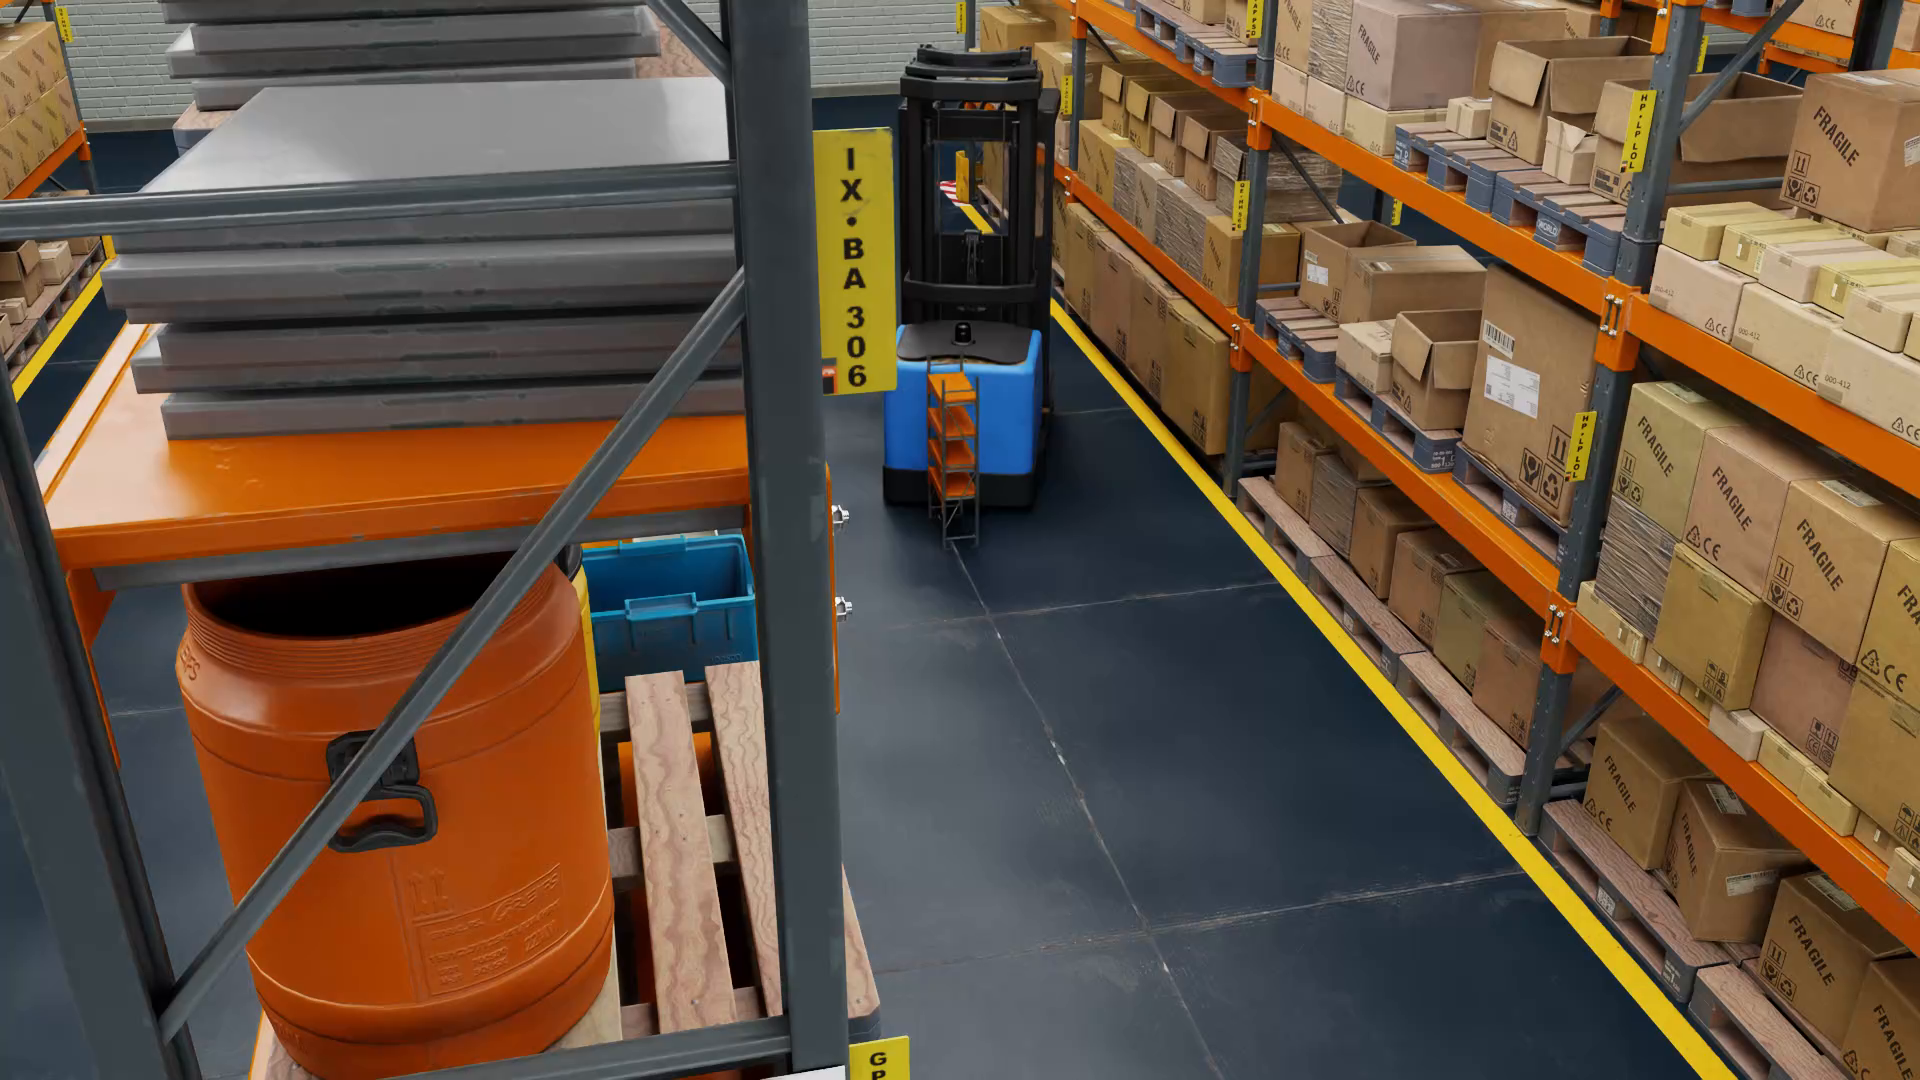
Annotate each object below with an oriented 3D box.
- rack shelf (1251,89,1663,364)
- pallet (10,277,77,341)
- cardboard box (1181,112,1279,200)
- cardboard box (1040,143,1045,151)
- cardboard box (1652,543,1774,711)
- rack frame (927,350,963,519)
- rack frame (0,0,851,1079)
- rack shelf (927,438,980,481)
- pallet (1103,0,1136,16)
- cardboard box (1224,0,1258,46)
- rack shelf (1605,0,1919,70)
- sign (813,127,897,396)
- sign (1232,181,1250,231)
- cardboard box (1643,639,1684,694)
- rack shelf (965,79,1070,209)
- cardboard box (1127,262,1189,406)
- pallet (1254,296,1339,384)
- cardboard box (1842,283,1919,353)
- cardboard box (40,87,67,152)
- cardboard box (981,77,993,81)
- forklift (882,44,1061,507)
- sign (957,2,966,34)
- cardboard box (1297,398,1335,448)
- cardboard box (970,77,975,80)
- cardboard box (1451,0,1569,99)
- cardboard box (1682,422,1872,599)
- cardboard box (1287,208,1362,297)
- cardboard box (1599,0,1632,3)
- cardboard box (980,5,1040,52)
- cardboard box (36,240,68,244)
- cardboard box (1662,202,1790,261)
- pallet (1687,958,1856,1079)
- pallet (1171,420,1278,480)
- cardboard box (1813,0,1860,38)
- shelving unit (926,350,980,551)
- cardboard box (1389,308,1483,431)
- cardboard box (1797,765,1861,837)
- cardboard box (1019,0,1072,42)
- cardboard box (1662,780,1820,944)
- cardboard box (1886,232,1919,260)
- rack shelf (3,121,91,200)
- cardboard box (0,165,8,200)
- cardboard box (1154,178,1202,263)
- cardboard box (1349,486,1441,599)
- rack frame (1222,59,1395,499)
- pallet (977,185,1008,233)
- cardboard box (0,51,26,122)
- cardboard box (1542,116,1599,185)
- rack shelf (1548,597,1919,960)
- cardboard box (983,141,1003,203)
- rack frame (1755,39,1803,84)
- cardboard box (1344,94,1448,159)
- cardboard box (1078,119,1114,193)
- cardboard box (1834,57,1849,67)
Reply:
[{"bbox_3d":[2.809,-1.845,8.892,1.077,0.370,4.000,-6,27,-12],"label":"rack shelf"},{"bbox_3d":[-8.628,-2.050,14.923,1.003,0.211,1.213,-6,27,-12],"label":"pallet"},{"bbox_3d":[2.065,-2.806,12.103,0.797,0.503,0.637,-5,27,-10],"label":"cardboard box"},{"bbox_3d":[0.953,-3.675,15.327,0.380,0.149,0.250,-6,27,-12],"label":"cardboard box"},{"bbox_3d":[3.379,0.301,6.731,0.875,0.500,0.500,-6,27,-12],"label":"cardboard box"},{"bbox_3d":[-0.098,-0.692,11.137,0.240,1.200,0.015,-5,27,-11],"label":"rack frame"},{"bbox_3d":[-0.661,-0.368,1.839,0.949,2.616,0.053,-6,27,-12],"label":"rack frame"},{"bbox_3d":[-0.047,-0.525,10.954,0.258,0.148,0.480,-5,27,-11],"label":"rack shelf"},{"bbox_3d":[1.711,-4.317,13.204,0.805,0.209,1.217,-7,28,-14],"label":"pallet"},{"bbox_3d":[2.151,-3.538,10.867,0.797,0.503,0.637,-4,27,-9],"label":"cardboard box"},{"bbox_3d":[6.763,-4.060,13.281,1.077,0.370,4.000,-6,27,-12],"label":"rack shelf"},{"bbox_3d":[-0.127,-0.329,1.993,0.100,0.325,0.005,-6,27,-12],"label":"sign"},{"bbox_3d":[1.818,-2.164,10.770,0.100,0.325,0.005,-6,27,-12],"label":"sign"},{"bbox_3d":[3.142,0.506,7.043,0.380,0.149,0.250,-6,27,-12],"label":"cardboard box"},{"bbox_3d":[1.006,-4.018,16.526,1.077,0.370,4.000,-6,27,-12],"label":"rack shelf"},{"bbox_3d":[2.030,-1.641,12.910,1.225,0.875,0.875,-6,27,-11],"label":"cardboard box"},{"bbox_3d":[2.623,-1.317,10.590,1.213,0.211,1.003,-6,27,-12],"label":"pallet"},{"bbox_3d":[3.272,-0.765,5.677,0.380,0.149,0.250,-6,27,-13],"label":"cardboard box"},{"bbox_3d":[-8.611,-3.861,15.306,0.500,0.500,0.500,-6,27,-11],"label":"cardboard box"},{"bbox_3d":[0.524,-4.817,17.147,0.500,0.250,0.500,-6,27,-12],"label":"cardboard box"},{"bbox_3d":[0.143,-2.169,12.140,1.130,2.935,3.031,3,27,6],"label":"forklift"},{"bbox_3d":[0.013,-5.585,17.784,0.100,0.325,0.005,-6,27,-12],"label":"sign"},{"bbox_3d":[2.538,-0.829,10.863,0.500,0.250,0.500,-5,27,-9],"label":"cardboard box"},{"bbox_3d":[0.314,-4.915,17.785,0.380,0.149,0.250,-6,27,-11],"label":"cardboard box"},{"bbox_3d":[2.932,-2.685,9.092,0.500,0.500,0.500,-5,27,-11],"label":"cardboard box"},{"bbox_3d":[3.228,-0.130,6.474,0.500,0.500,0.500,-6,27,-12],"label":"cardboard box"},{"bbox_3d":[2.514,-1.990,11.600,0.500,0.500,0.500,-5,27,-10],"label":"cardboard box"},{"bbox_3d":[6.316,-4.993,16.108,0.500,0.500,0.500,-7,28,-13],"label":"cardboard box"},{"bbox_3d":[0.513,-5.160,16.994,0.500,0.500,0.500,-7,28,-13],"label":"cardboard box"},{"bbox_3d":[-8.731,-2.743,15.859,0.380,0.166,0.250,-6,27,-12],"label":"cardboard box"},{"bbox_3d":[3.033,-1.225,6.589,0.380,0.149,0.250,-7,28,-13],"label":"cardboard box"},{"bbox_3d":[3.724,2.124,6.654,1.003,0.211,1.213,-6,27,-12],"label":"pallet"},{"bbox_3d":[2.254,-0.814,12.474,1.003,0.211,1.213,-6,27,-12],"label":"pallet"},{"bbox_3d":[6.712,-3.991,12.234,0.500,0.500,0.500,-6,27,-12],"label":"cardboard box"},{"bbox_3d":[-0.047,-0.585,10.924,0.258,1.200,0.503,-5,27,-11],"label":"shelving unit"},{"bbox_3d":[2.779,-0.934,9.037,0.797,0.503,0.637,-3,27,-6],"label":"cardboard box"},{"bbox_3d":[3.366,0.945,6.173,0.380,0.149,0.250,-6,27,-12],"label":"cardboard box"},{"bbox_3d":[0.921,-5.430,17.530,0.500,0.500,0.500,-6,27,-11],"label":"cardboard box"},{"bbox_3d":[3.447,1.410,7.282,0.500,0.500,0.500,2,27,5],"label":"cardboard box"},{"bbox_3d":[3.727,-1.058,6.258,0.380,0.149,0.250,-7,28,-14],"label":"cardboard box"},{"bbox_3d":[-8.646,-3.013,14.536,1.077,0.370,4.000,-6,27,-12],"label":"rack shelf"},{"bbox_3d":[-8.163,-2.977,13.555,0.500,0.500,0.500,-5,27,-11],"label":"cardboard box"},{"bbox_3d":[1.779,-2.388,12.388,0.500,0.500,0.500,-7,28,-13],"label":"cardboard box"},{"bbox_3d":[2.801,-0.003,10.059,0.700,0.500,0.500,-4,27,-7],"label":"cardboard box"},{"bbox_3d":[2.358,-1.705,11.145,1.000,3.000,0.127,-6,27,-12],"label":"rack frame"},{"bbox_3d":[0.812,-3.629,18.052,1.003,0.211,1.213,-6,27,-12],"label":"pallet"},{"bbox_3d":[-8.377,-3.862,14.198,0.500,0.500,0.500,-5,27,-10],"label":"cardboard box"},{"bbox_3d":[2.950,-1.818,7.723,0.396,0.266,0.258,-5,27,-10],"label":"cardboard box"},{"bbox_3d":[3.710,1.250,6.089,1.077,0.370,4.000,-6,27,-12],"label":"rack shelf"},{"bbox_3d":[0.778,-4.183,17.947,0.875,0.875,0.875,-6,27,-12],"label":"cardboard box"},{"bbox_3d":[10.210,-6.223,20.097,1.000,3.000,0.127,-6,27,-12],"label":"rack frame"},{"bbox_3d":[2.457,-2.295,9.151,0.500,0.250,0.500,-5,27,-10],"label":"cardboard box"},{"bbox_3d":[1.317,-3.278,14.151,0.500,0.500,0.500,-6,27,-11],"label":"cardboard box"},{"bbox_3d":[10.277,-5.583,18.719,0.500,0.500,0.500,-6,27,-12],"label":"cardboard box"}]
